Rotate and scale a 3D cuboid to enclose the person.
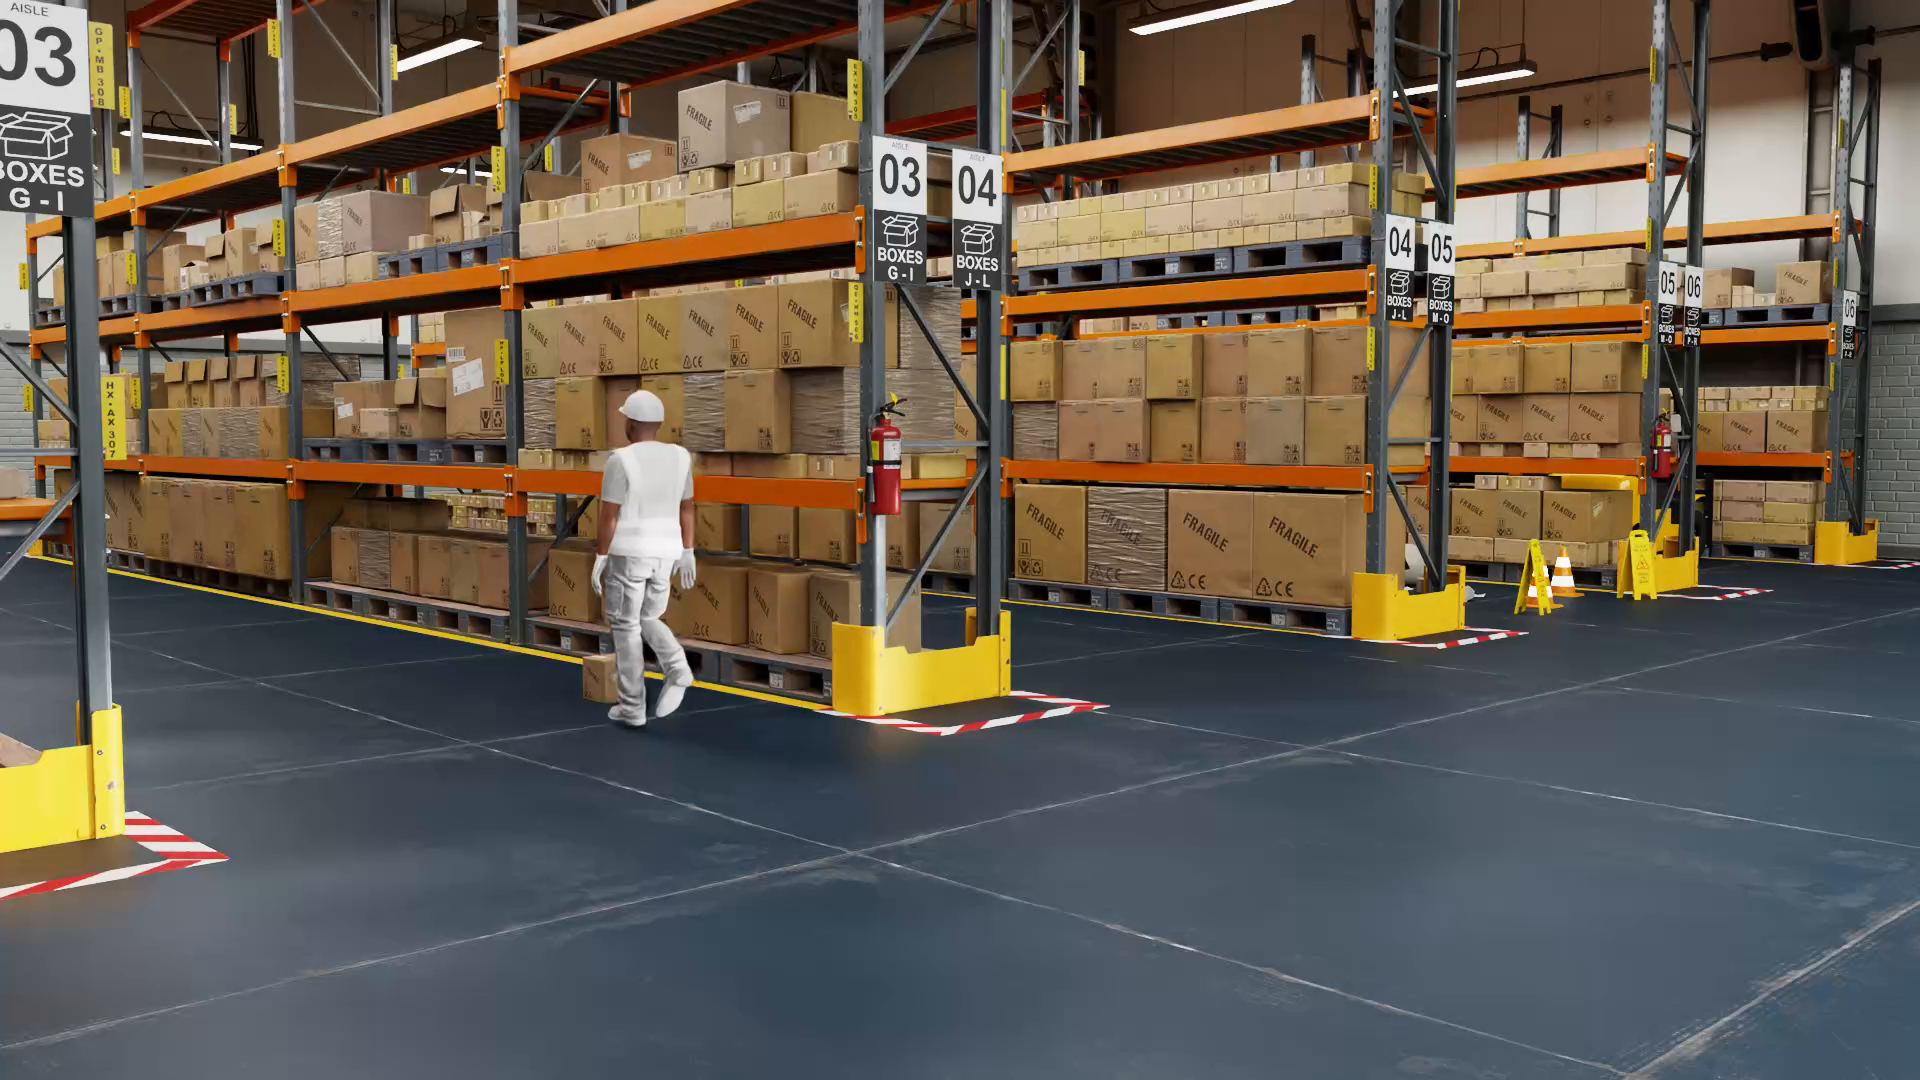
[{"bbox_3d":[-1.665,0.094,8.841,0.540,1.774,0.597,4,5,45],"label":"person"}]
